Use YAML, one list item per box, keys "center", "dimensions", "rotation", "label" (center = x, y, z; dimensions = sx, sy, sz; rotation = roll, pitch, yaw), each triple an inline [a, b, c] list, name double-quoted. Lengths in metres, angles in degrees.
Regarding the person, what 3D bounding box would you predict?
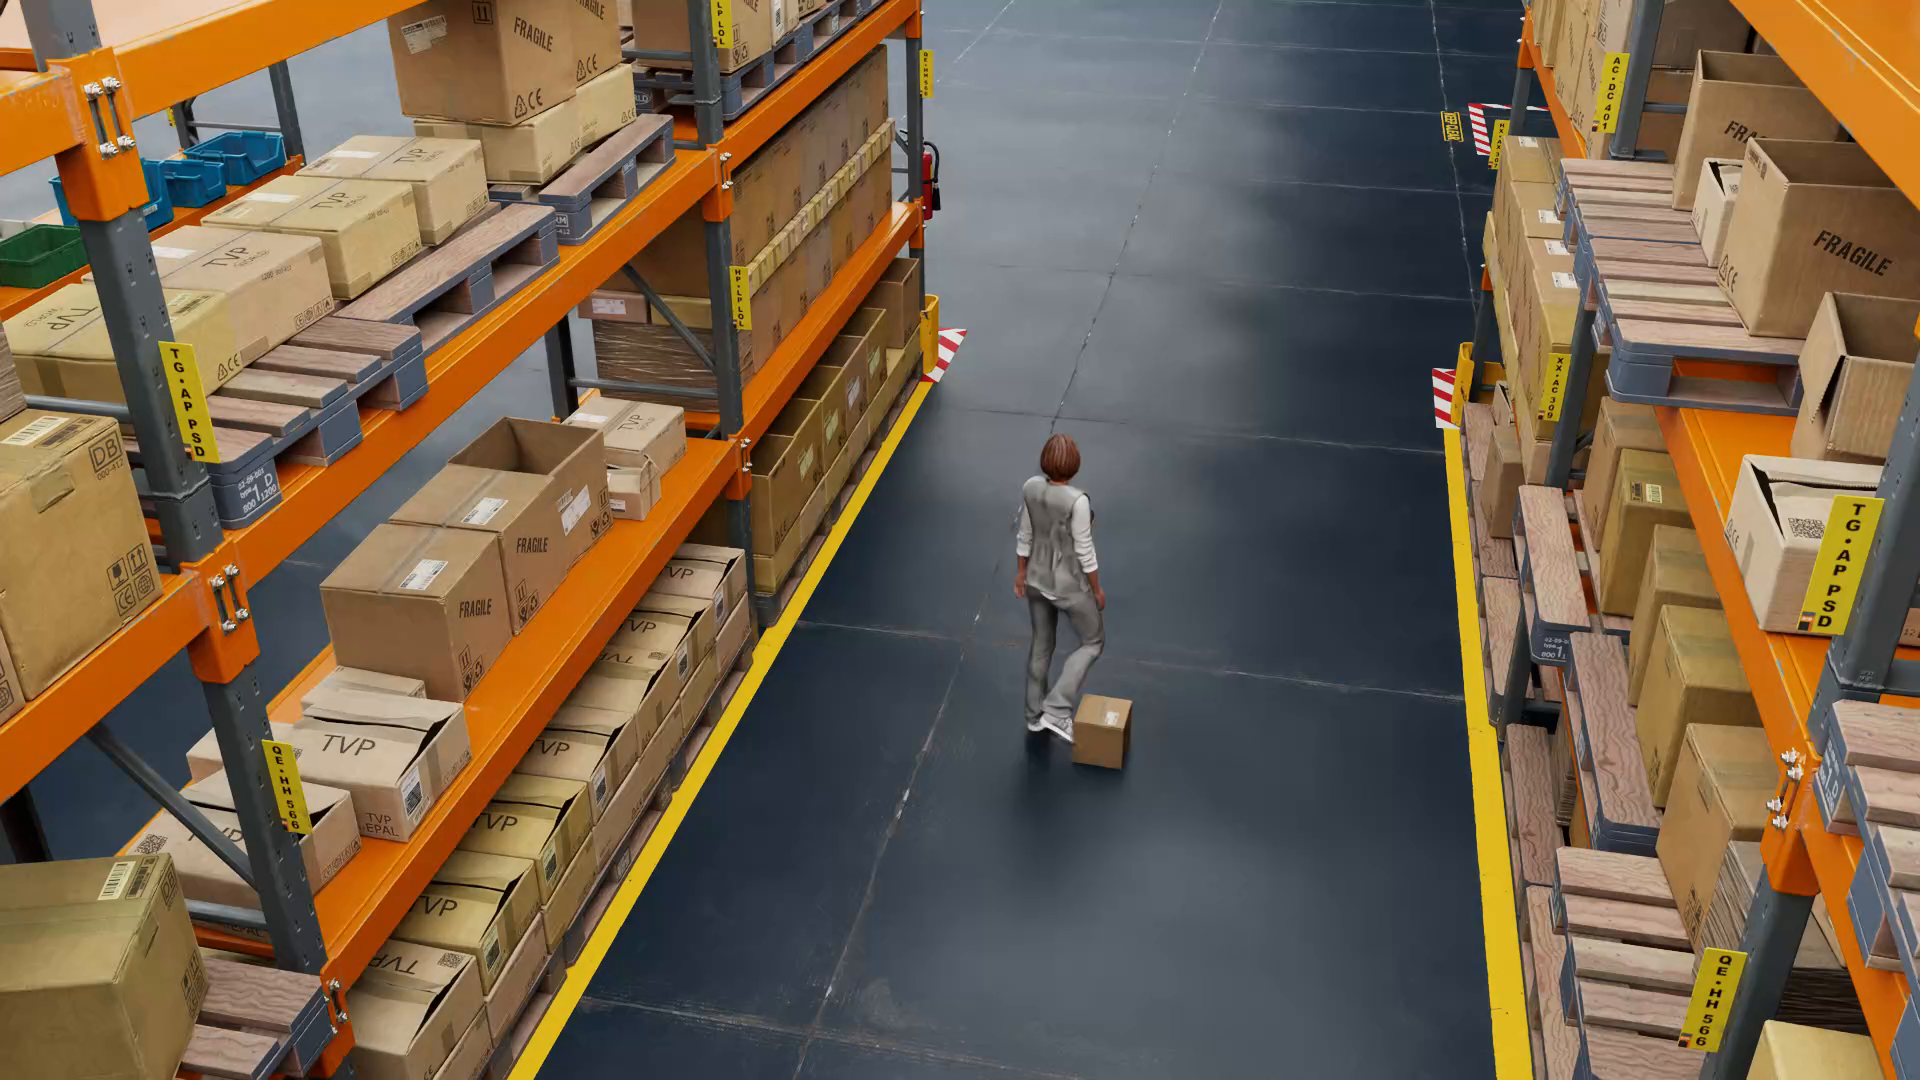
- center: [0.482, 0.255, 8.126]
  dimensions: [0.567, 1.588, 0.415]
  rotation: [25, 37, 37]
  label: "person"
